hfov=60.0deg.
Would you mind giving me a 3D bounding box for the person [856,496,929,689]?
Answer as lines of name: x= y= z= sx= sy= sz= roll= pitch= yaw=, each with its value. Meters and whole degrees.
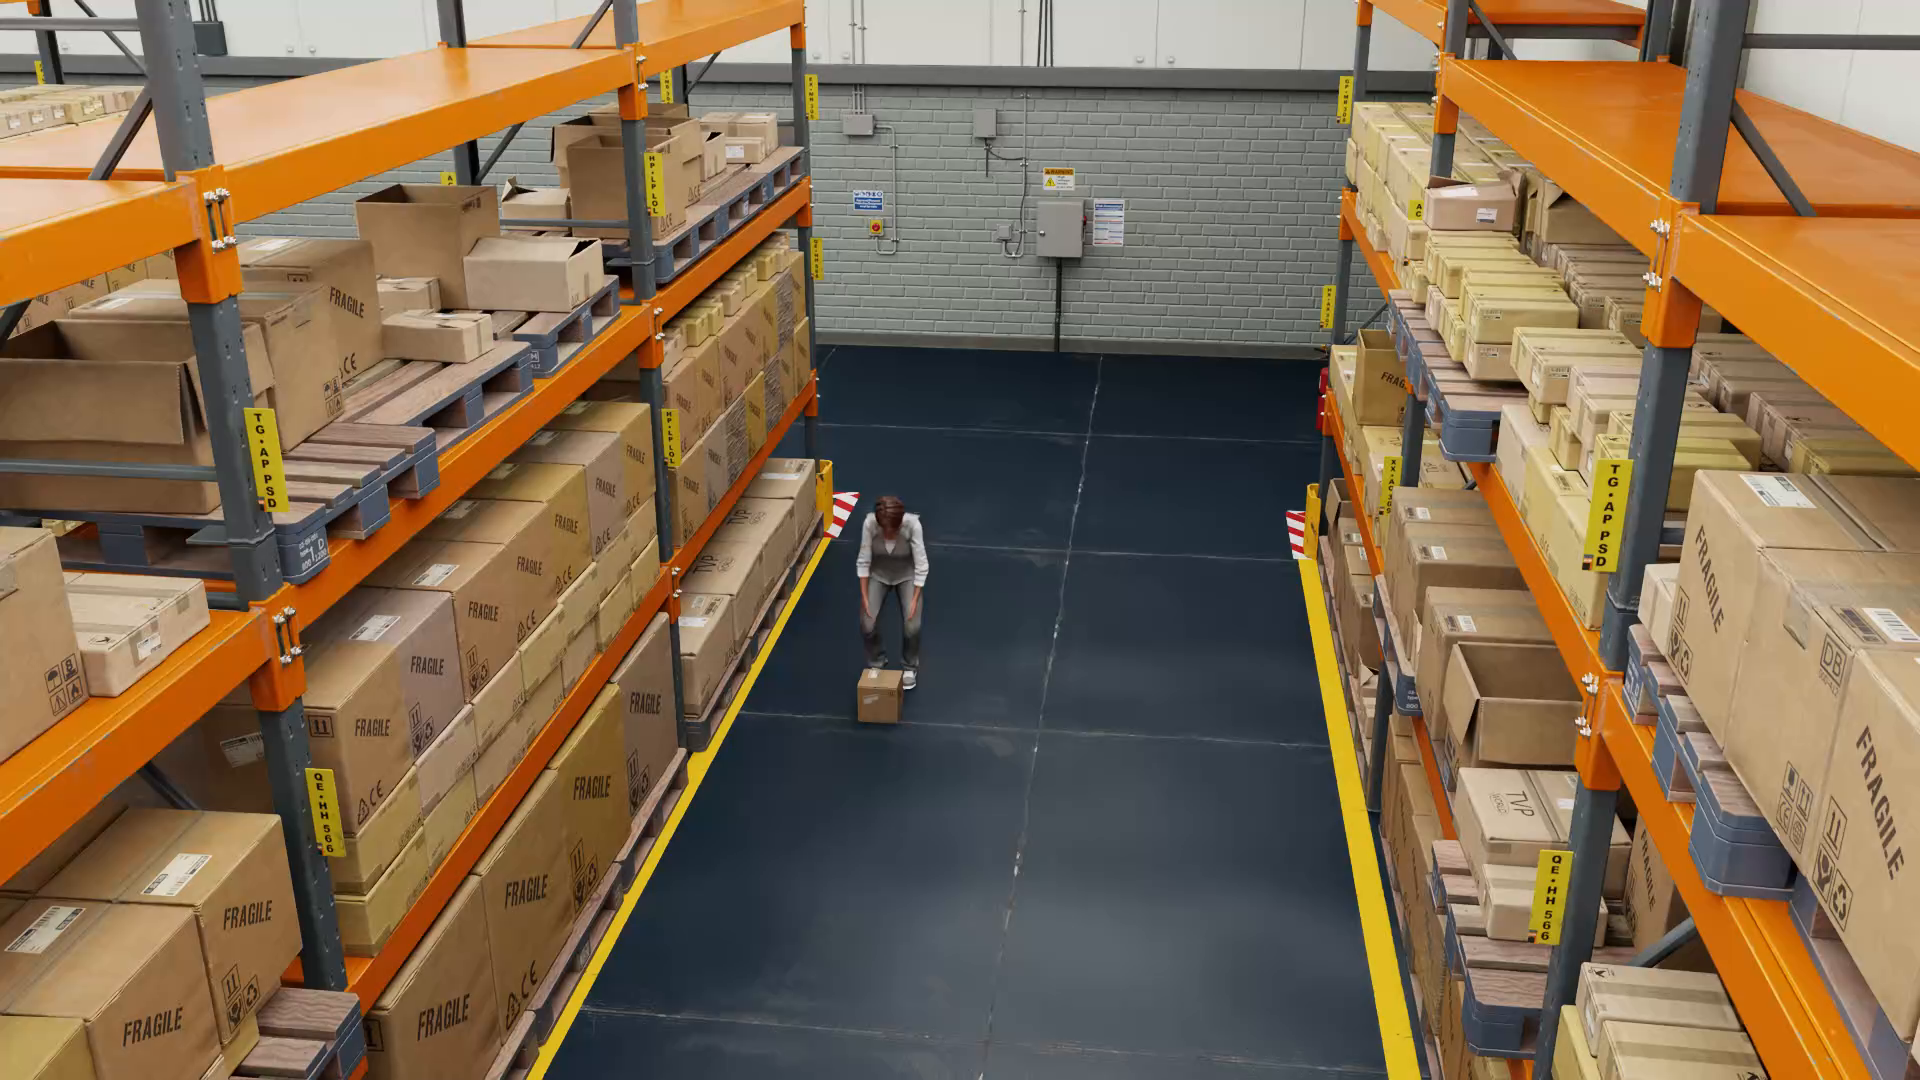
person: x=-0.414 y=0.304 z=10.641 sx=0.460 sy=1.376 sz=0.602 roll=3 pitch=22 yaw=8
